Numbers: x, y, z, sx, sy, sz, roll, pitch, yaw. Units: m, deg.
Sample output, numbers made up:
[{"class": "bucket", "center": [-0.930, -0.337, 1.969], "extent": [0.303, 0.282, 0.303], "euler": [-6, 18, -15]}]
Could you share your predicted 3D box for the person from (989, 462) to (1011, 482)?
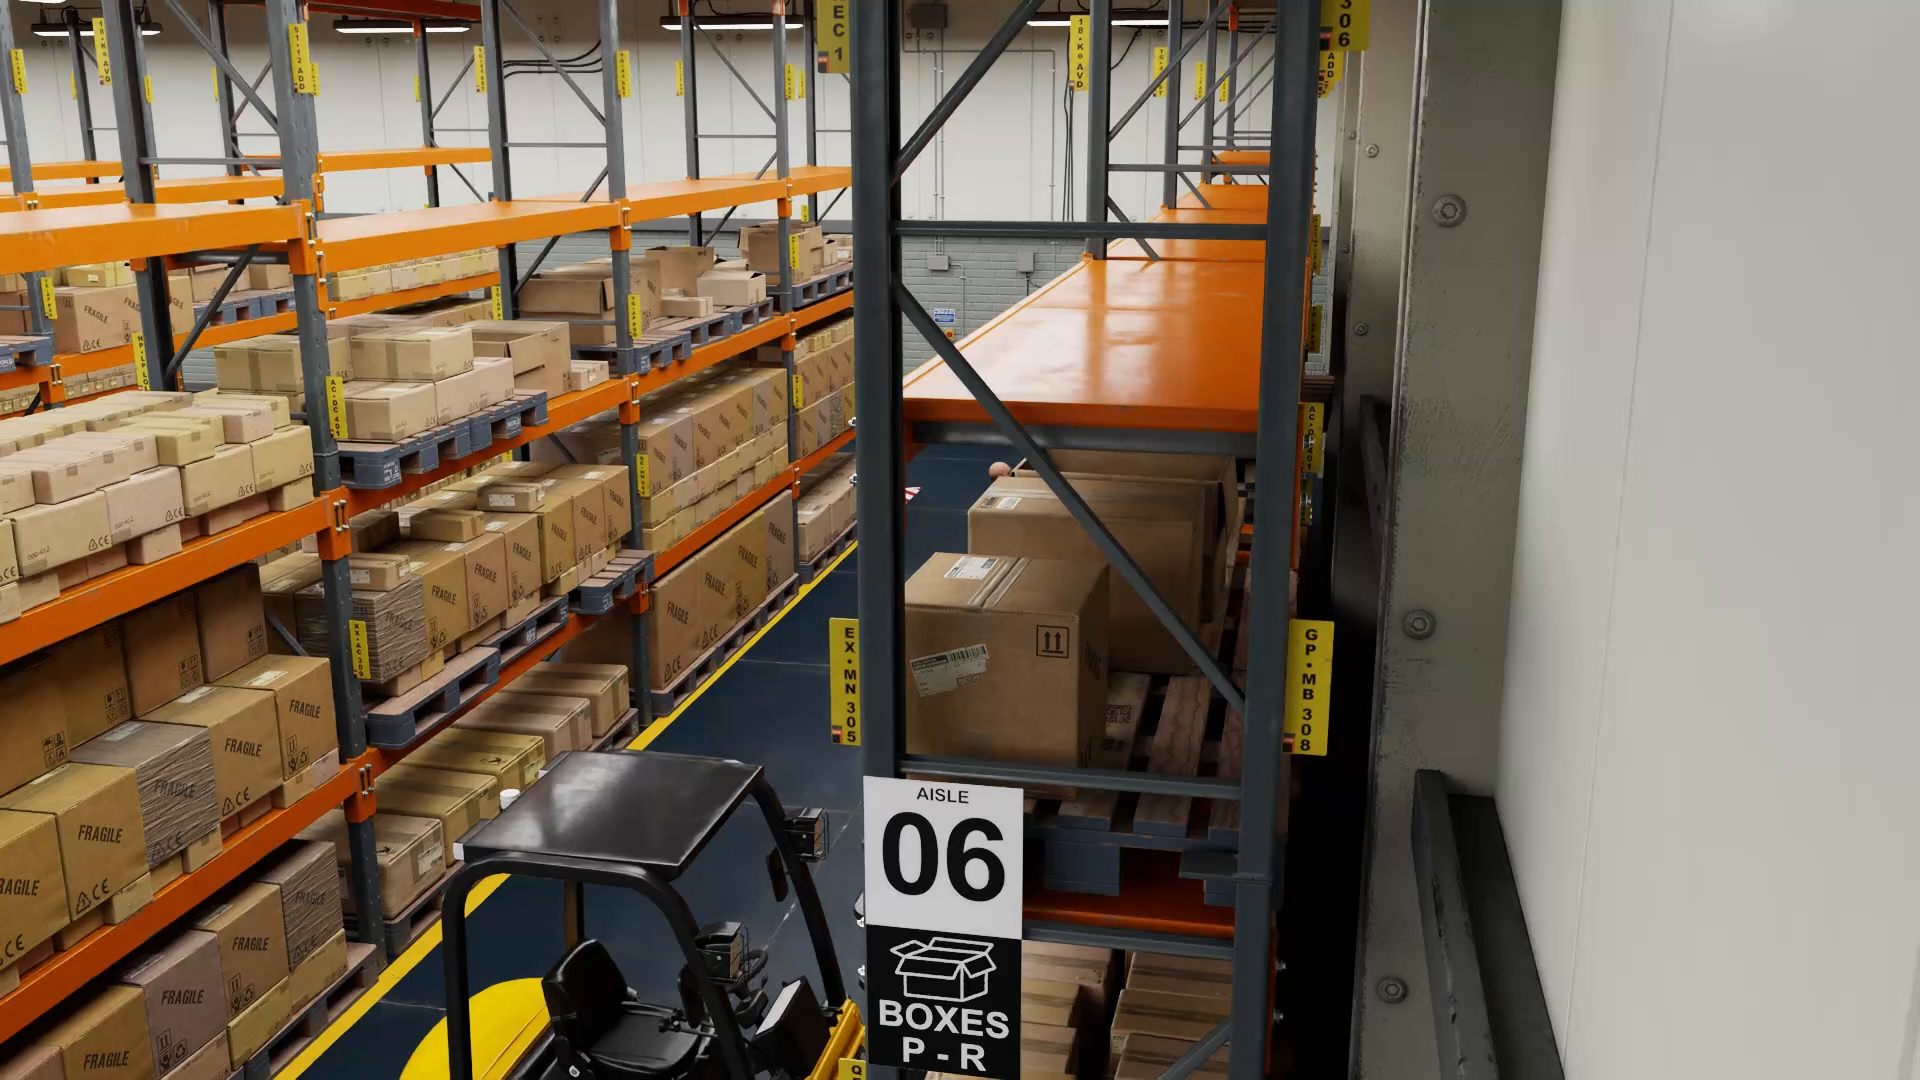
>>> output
[{"class": "person", "center": [0.504, 0.145, 15.020], "extent": [0.560, 1.711, 0.494], "euler": [3, 15, 12]}]
